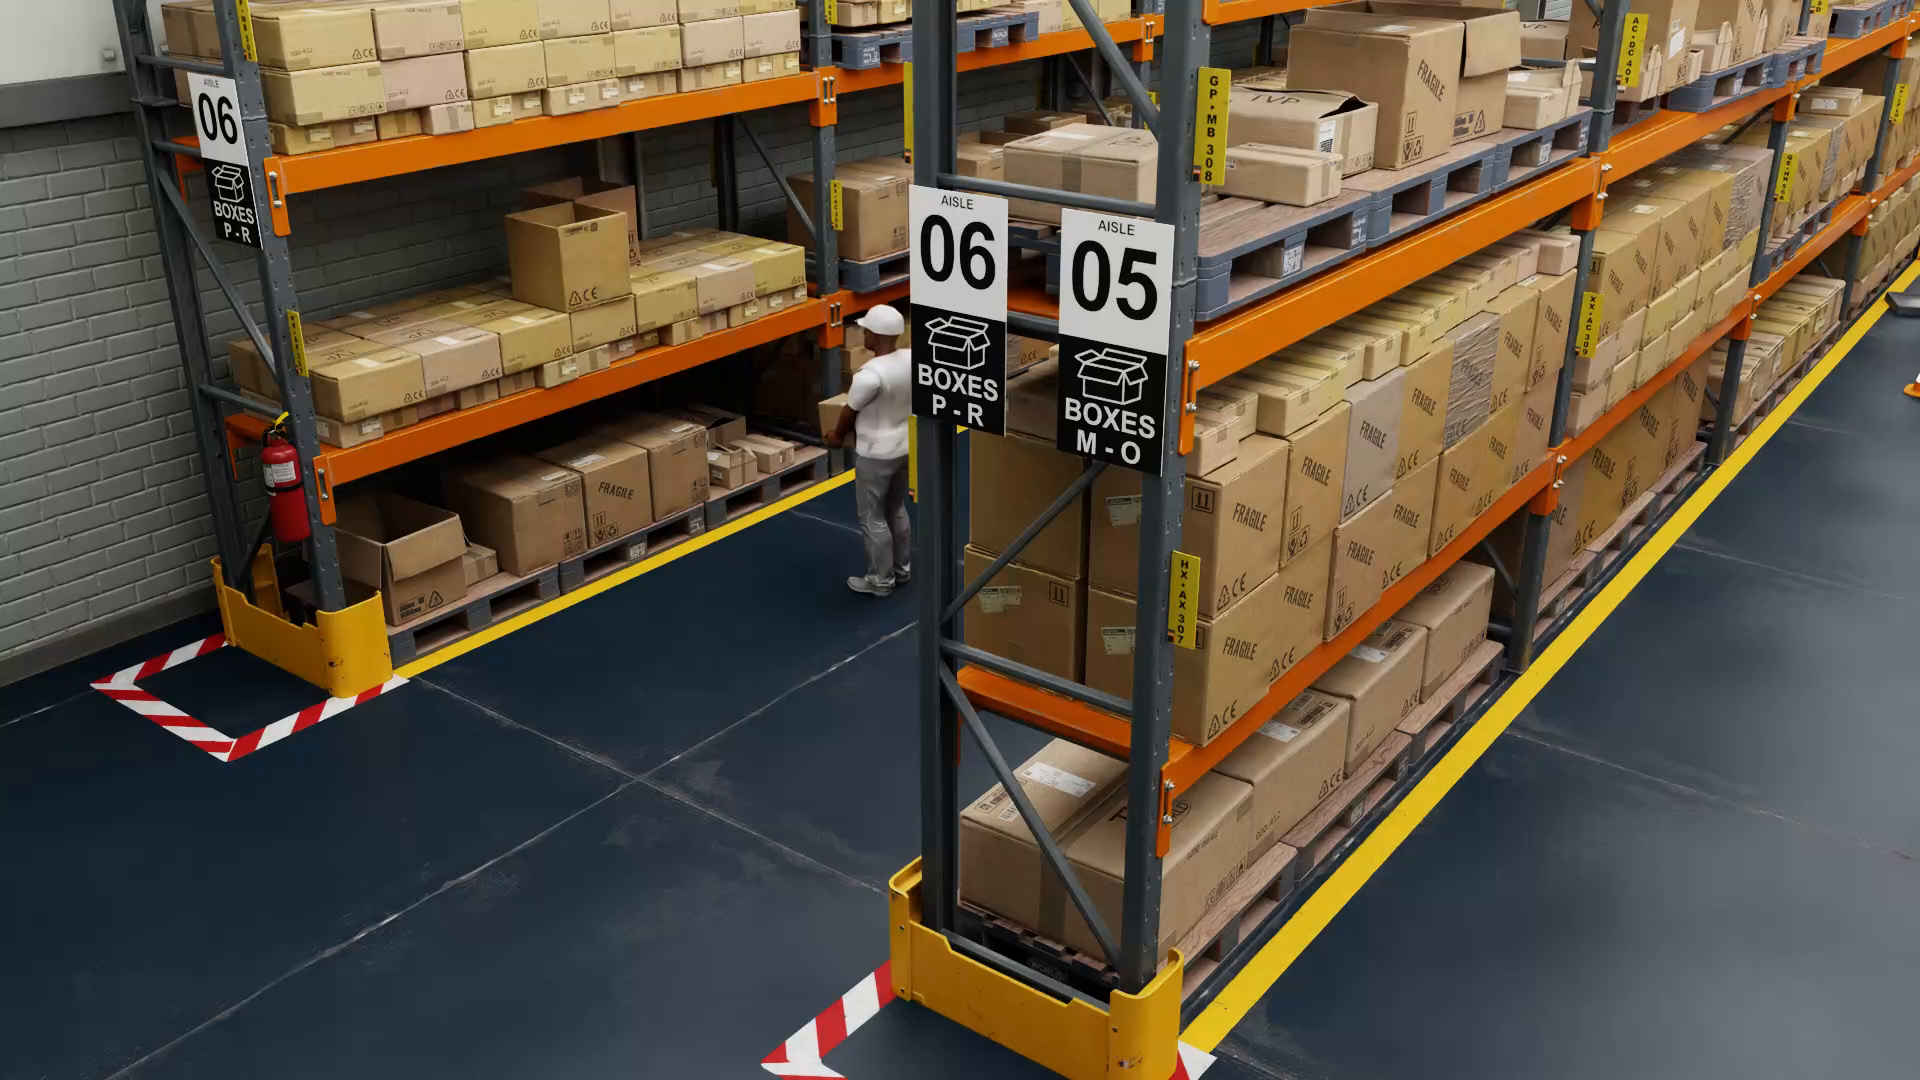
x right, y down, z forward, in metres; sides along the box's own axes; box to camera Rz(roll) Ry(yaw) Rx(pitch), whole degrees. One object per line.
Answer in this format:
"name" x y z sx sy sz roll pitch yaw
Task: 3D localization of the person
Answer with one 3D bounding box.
"person" -0.523 -0.548 9.839 0.557 1.763 0.505 16 28 33
